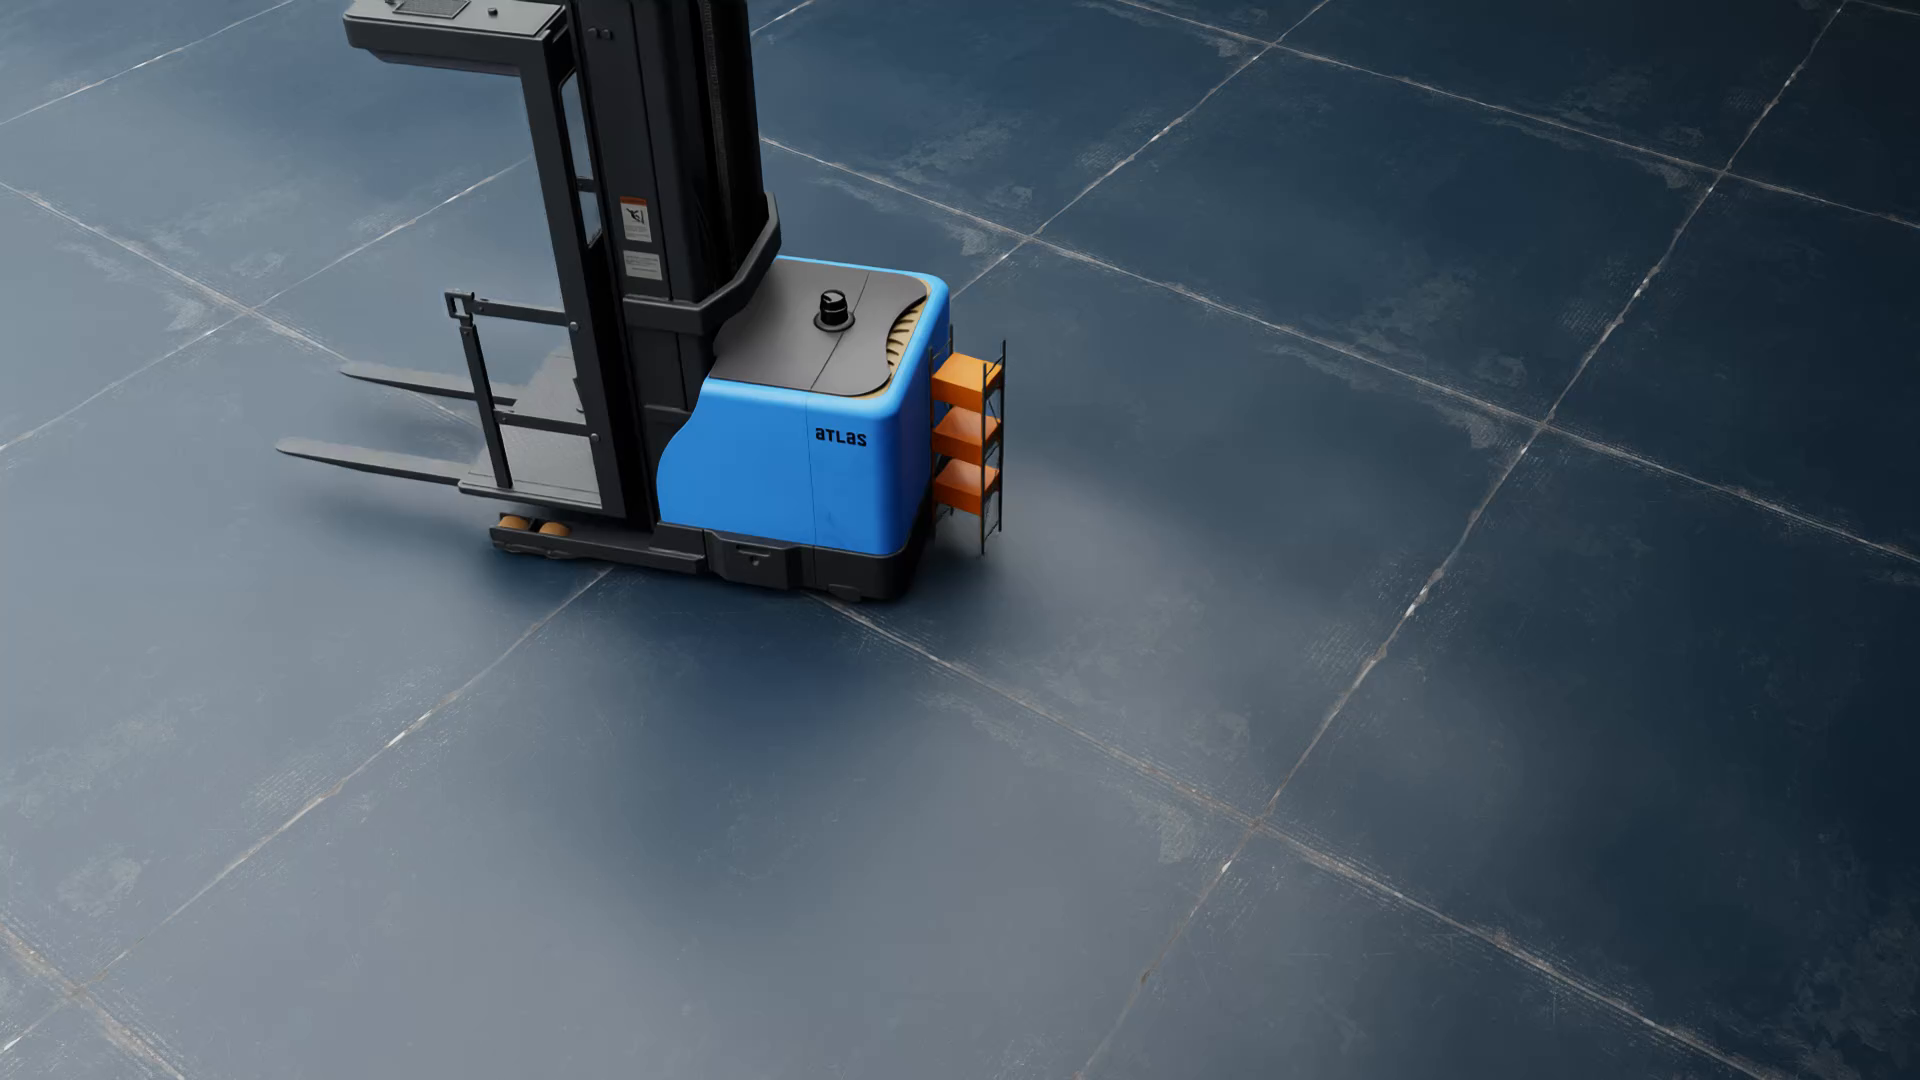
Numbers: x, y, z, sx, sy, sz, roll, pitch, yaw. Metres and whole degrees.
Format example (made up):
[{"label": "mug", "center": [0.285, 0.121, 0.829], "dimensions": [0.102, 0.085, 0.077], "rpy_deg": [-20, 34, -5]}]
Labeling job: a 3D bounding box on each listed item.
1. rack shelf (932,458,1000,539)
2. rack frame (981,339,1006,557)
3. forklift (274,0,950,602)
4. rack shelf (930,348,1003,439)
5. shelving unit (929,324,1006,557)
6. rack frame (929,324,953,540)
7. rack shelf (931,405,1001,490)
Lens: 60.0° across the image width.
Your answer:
[{"label": "rack shelf", "center": [0.031, -0.199, 7.366], "dimensions": [0.240, 0.259, 0.215], "rpy_deg": [18, 45, 19]}, {"label": "rack frame", "center": [0.140, -0.377, 7.133], "dimensions": [0.008, 1.050, 0.200], "rpy_deg": [18, 45, 19]}, {"label": "forklift", "center": [-1.605, -1.340, 6.798], "dimensions": [3.031, 2.935, 1.130], "rpy_deg": [9, 43, 10]}, {"label": "rack shelf", "center": [0.031, -0.617, 6.991], "dimensions": [0.240, 0.259, 0.215], "rpy_deg": [18, 45, 19]}, {"label": "shelving unit", "center": [0.031, -0.414, 7.173], "dimensions": [0.252, 1.050, 0.215], "rpy_deg": [18, 45, 19]}, {"label": "rack frame", "center": [-0.078, -0.450, 7.214], "dimensions": [0.008, 1.050, 0.200], "rpy_deg": [18, 45, 19]}, {"label": "rack shelf", "center": [0.031, -0.406, 7.180], "dimensions": [0.240, 0.259, 0.215], "rpy_deg": [18, 45, 19]}]
